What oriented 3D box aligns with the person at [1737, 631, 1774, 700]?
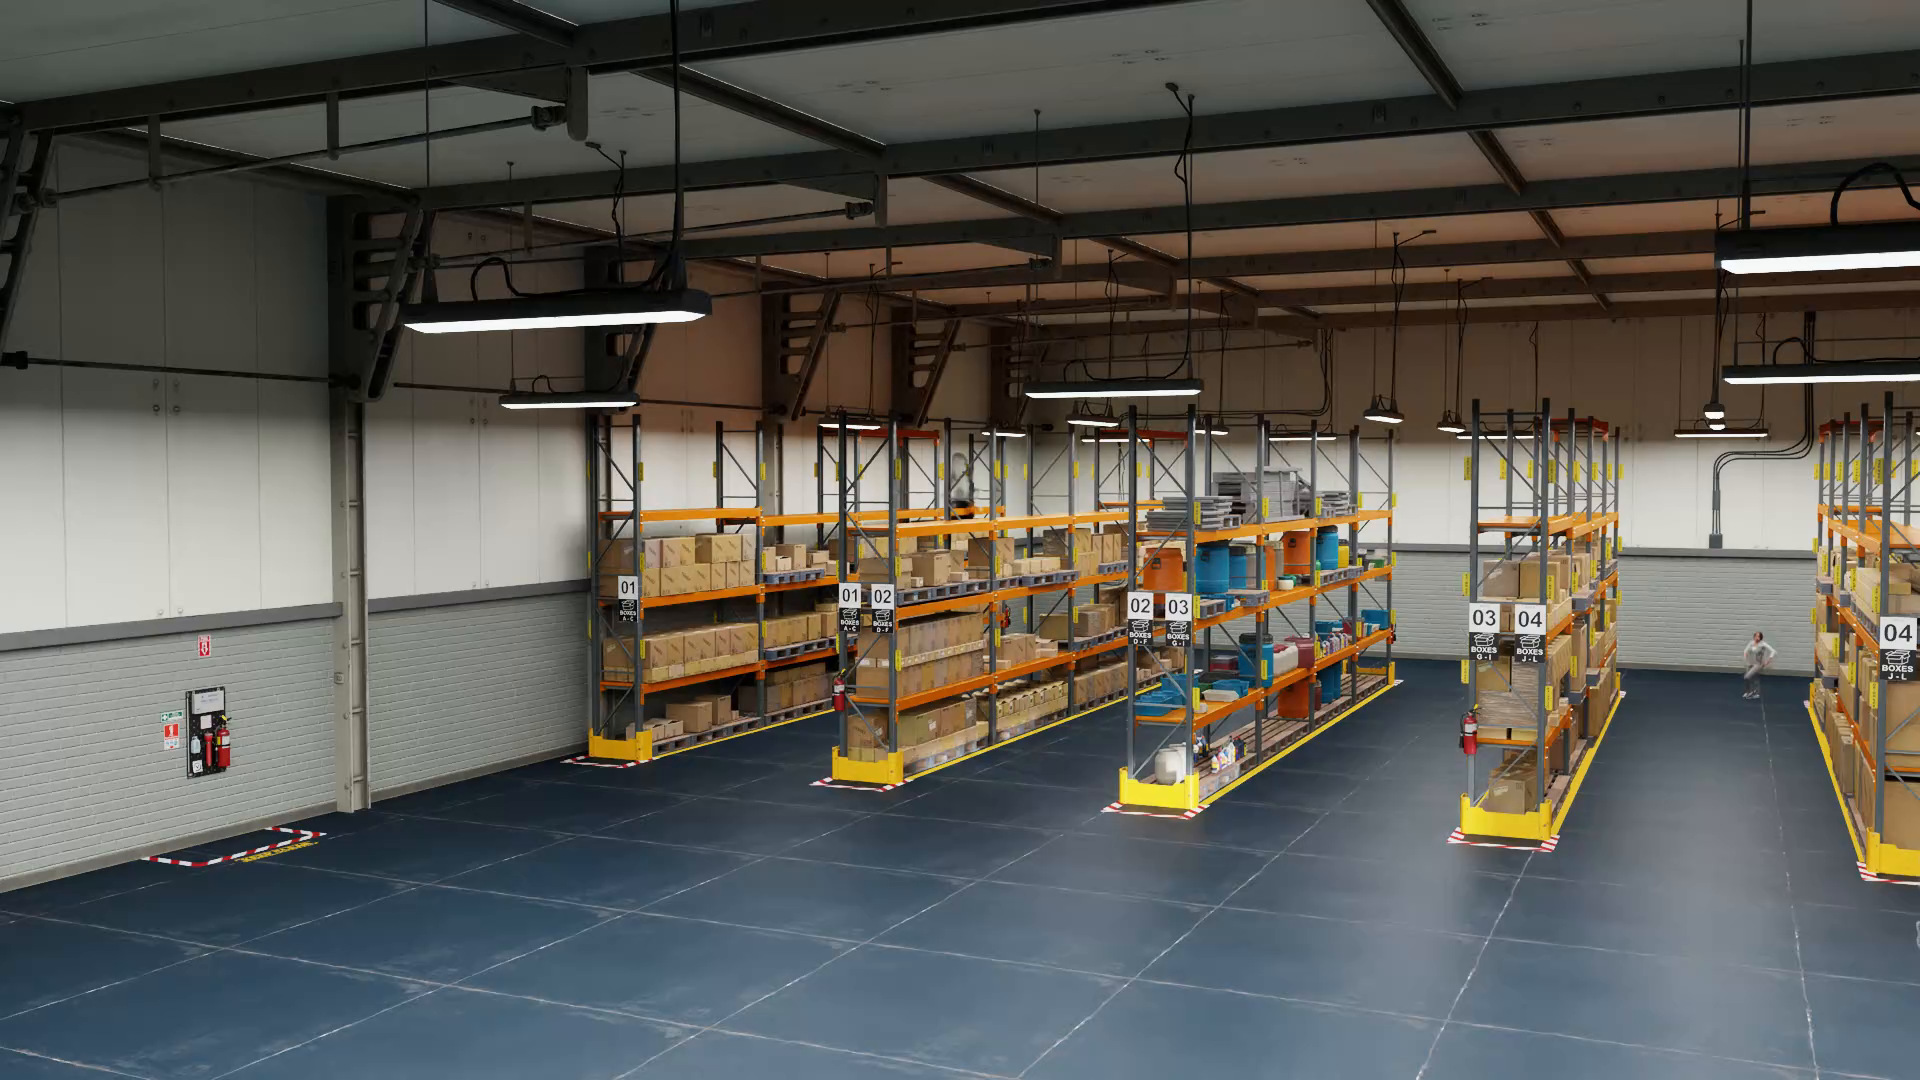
[{"bbox_3d":[17.388,2.750,36.368,0.679,1.558,0.674,-1,3,-26],"label":"person"}]
